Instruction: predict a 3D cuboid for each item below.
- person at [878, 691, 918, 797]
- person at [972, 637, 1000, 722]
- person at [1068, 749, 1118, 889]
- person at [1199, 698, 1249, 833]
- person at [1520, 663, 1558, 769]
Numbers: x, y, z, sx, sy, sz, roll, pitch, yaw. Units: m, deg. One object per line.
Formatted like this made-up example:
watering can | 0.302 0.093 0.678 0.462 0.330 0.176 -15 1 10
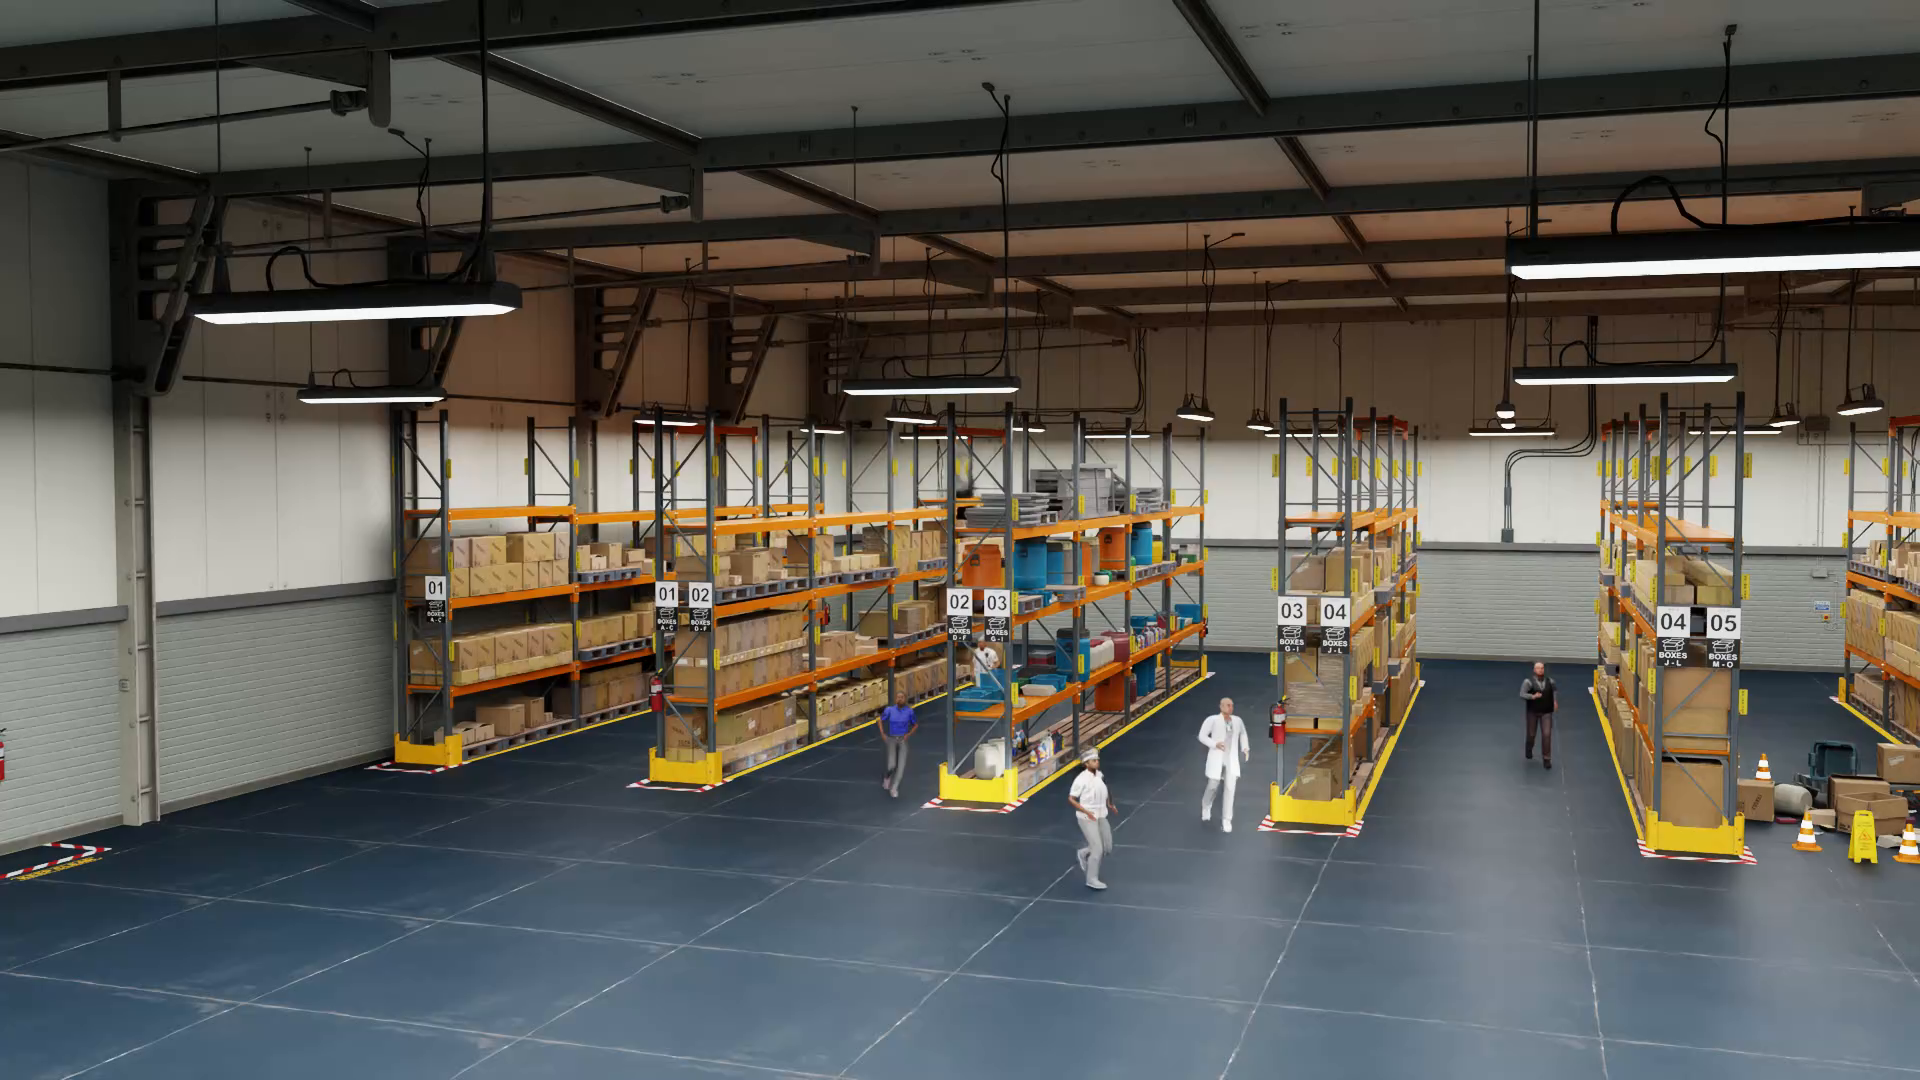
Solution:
person | -0.941 3.115 25.467 0.610 1.616 0.509 0 2 -6
person | 0.517 2.757 33.262 0.598 1.676 0.753 1 3 21
person | 1.562 3.324 19.954 0.616 1.653 0.573 -2 3 -42
person | 3.709 3.105 23.252 0.762 1.783 1.010 0 2 -8
person | 9.756 2.921 27.995 0.660 1.716 0.954 0 2 9
